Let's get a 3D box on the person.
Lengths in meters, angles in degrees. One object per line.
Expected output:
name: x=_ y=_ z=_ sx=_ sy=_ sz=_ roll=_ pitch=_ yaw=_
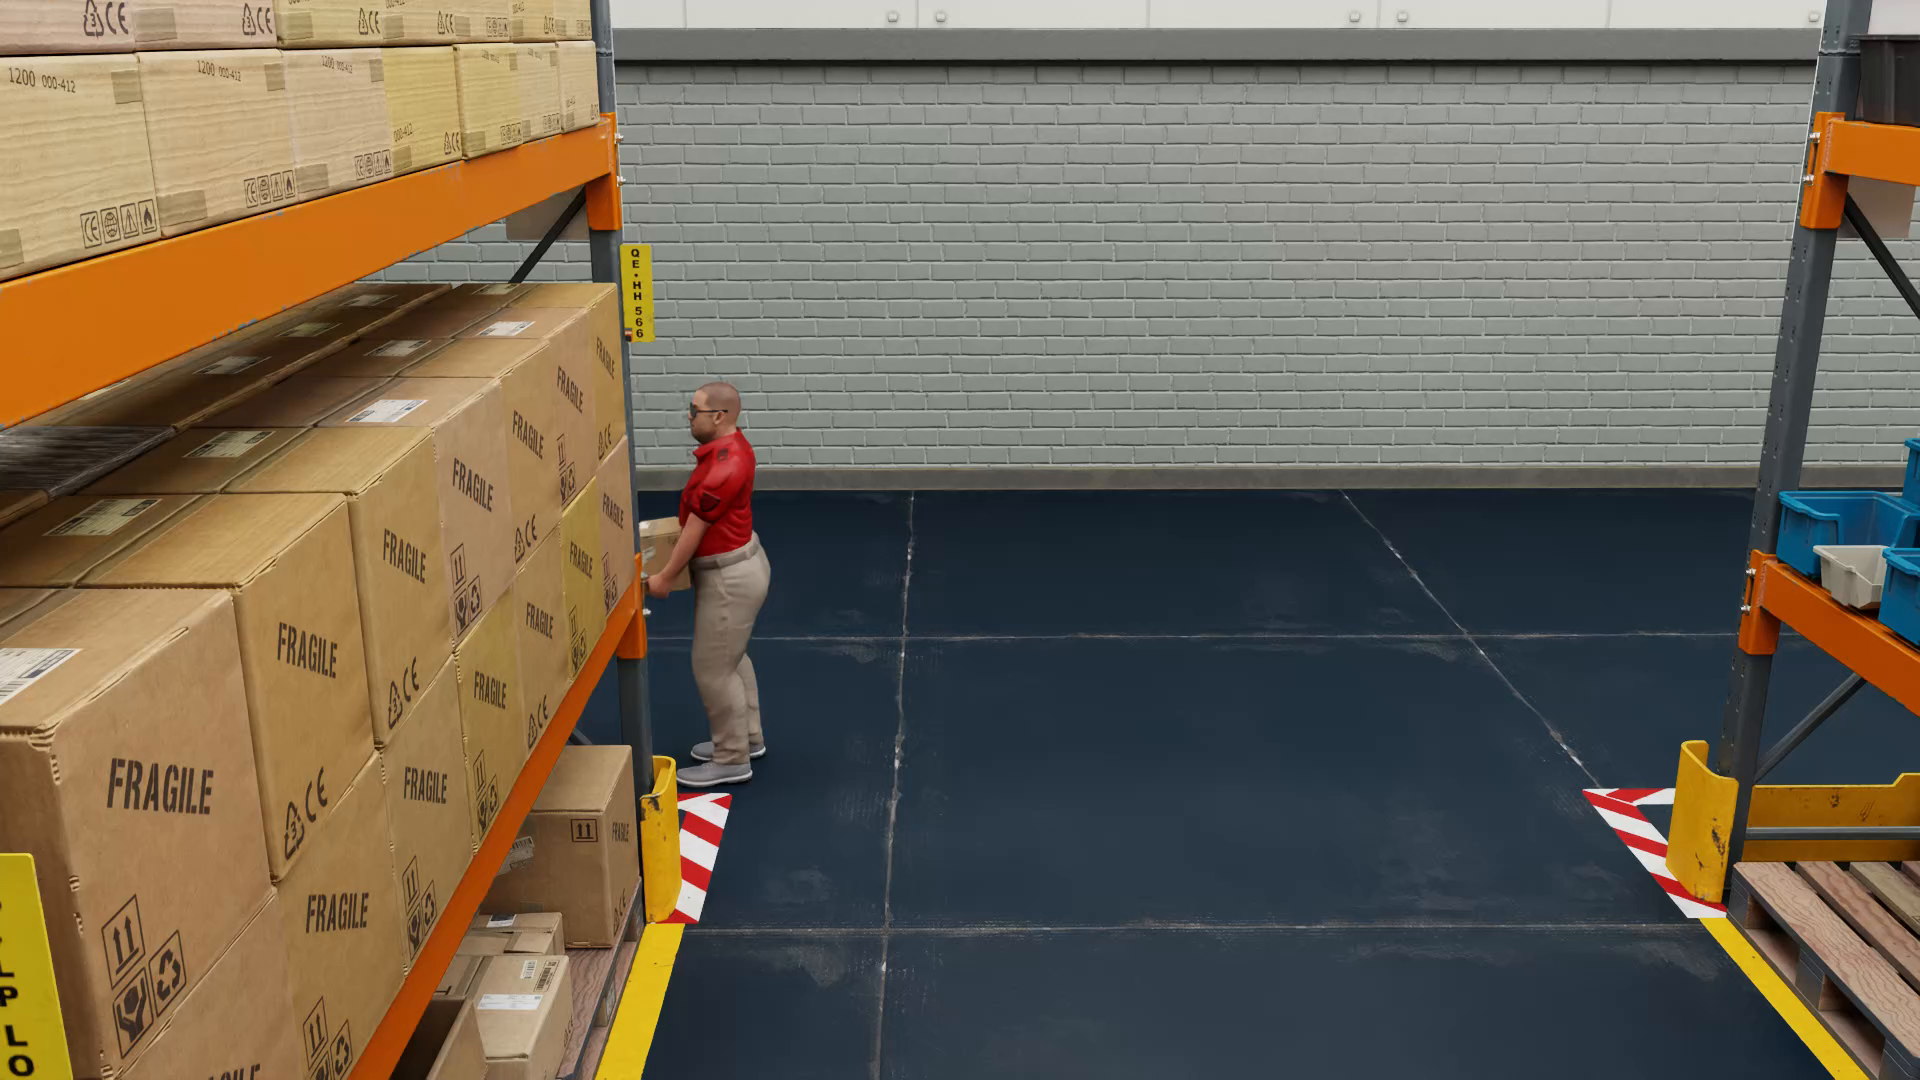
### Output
person: x=-1.071 y=0.149 z=6.971 sx=0.541 sy=1.647 sz=0.490 roll=-1 pitch=17 yaw=-3
